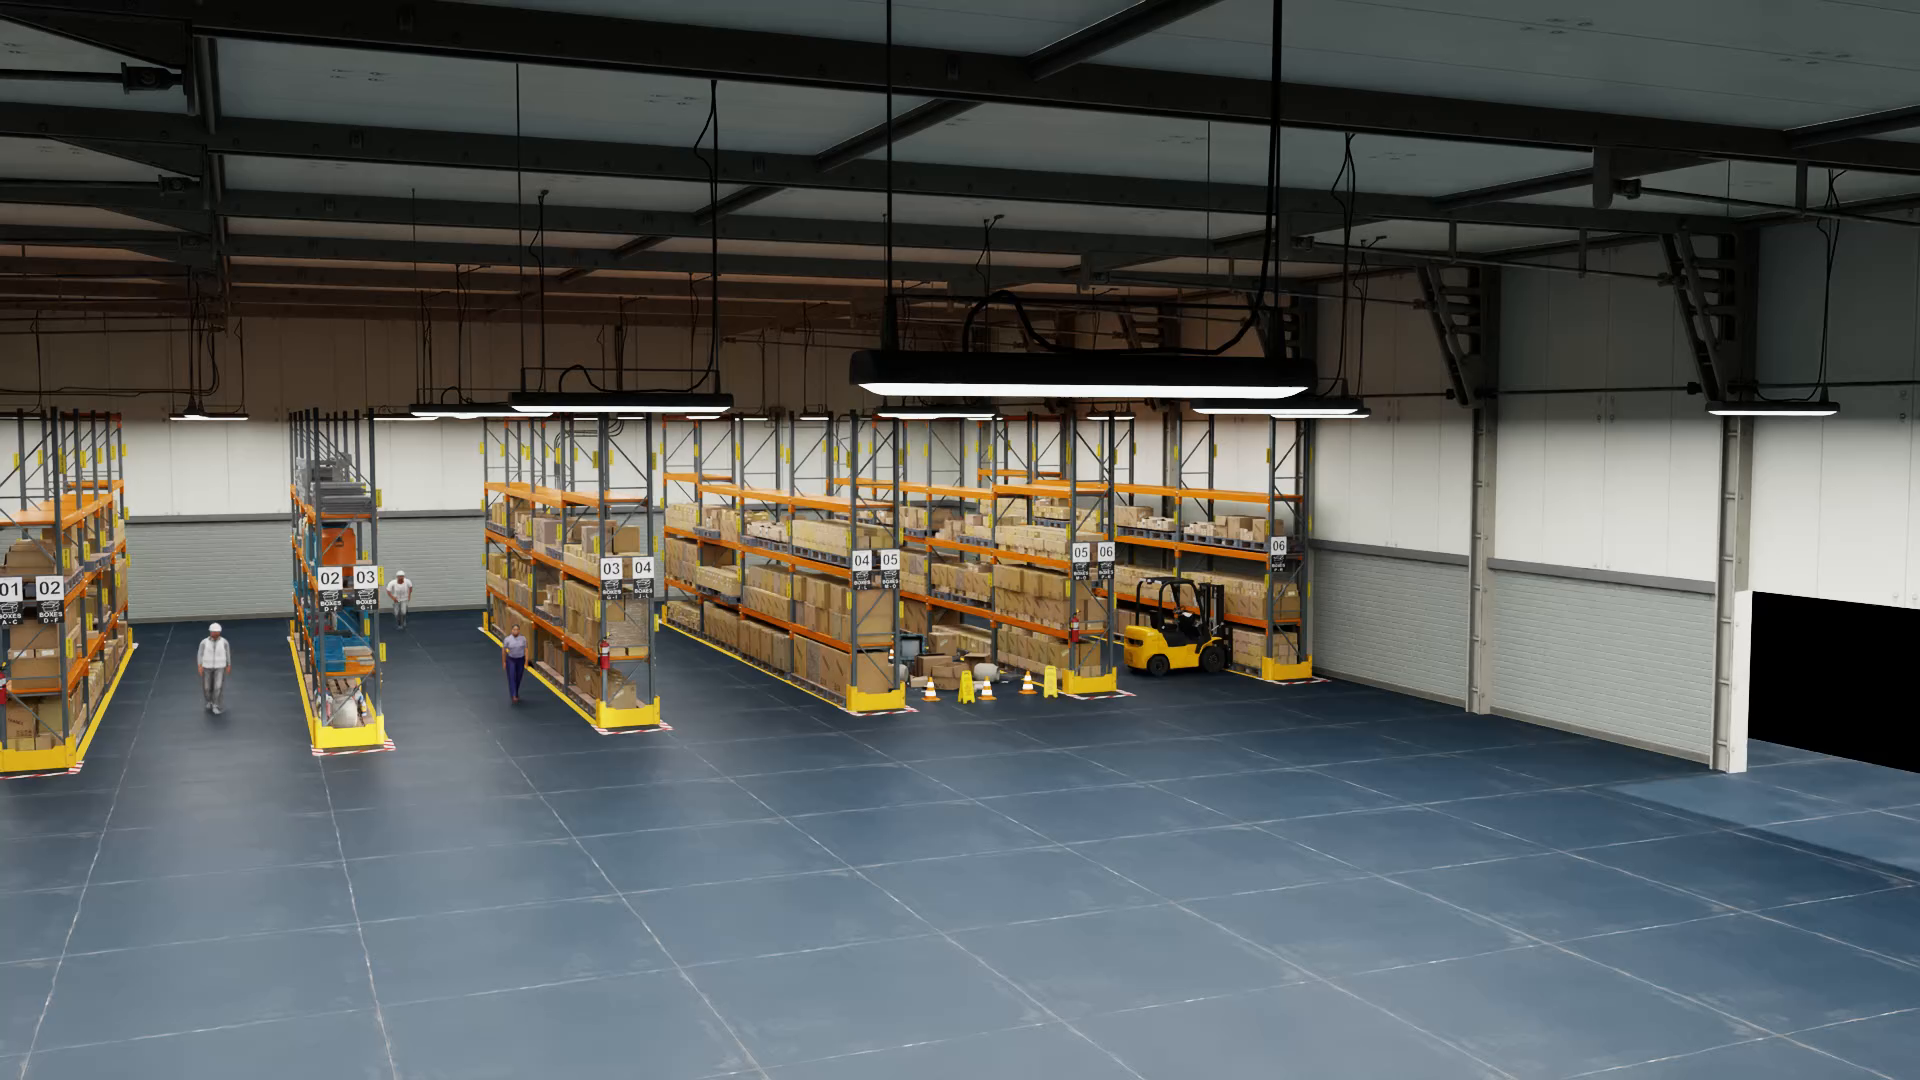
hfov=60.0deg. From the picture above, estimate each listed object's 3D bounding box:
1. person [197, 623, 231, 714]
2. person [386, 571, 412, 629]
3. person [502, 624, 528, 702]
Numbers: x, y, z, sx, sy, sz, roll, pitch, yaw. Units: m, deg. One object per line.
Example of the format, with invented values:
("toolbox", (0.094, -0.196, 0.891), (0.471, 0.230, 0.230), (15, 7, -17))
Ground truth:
("person", (-14.842, 2.554, 33.104), (0.607, 1.793, 0.657), (-2, 4, -27))
("person", (-15.529, 1.665, 46.092), (0.671, 1.664, 0.696), (-1, 4, -16))
("person", (-9.094, 2.514, 34.110), (0.507, 1.590, 1.005), (-3, 5, -36))
